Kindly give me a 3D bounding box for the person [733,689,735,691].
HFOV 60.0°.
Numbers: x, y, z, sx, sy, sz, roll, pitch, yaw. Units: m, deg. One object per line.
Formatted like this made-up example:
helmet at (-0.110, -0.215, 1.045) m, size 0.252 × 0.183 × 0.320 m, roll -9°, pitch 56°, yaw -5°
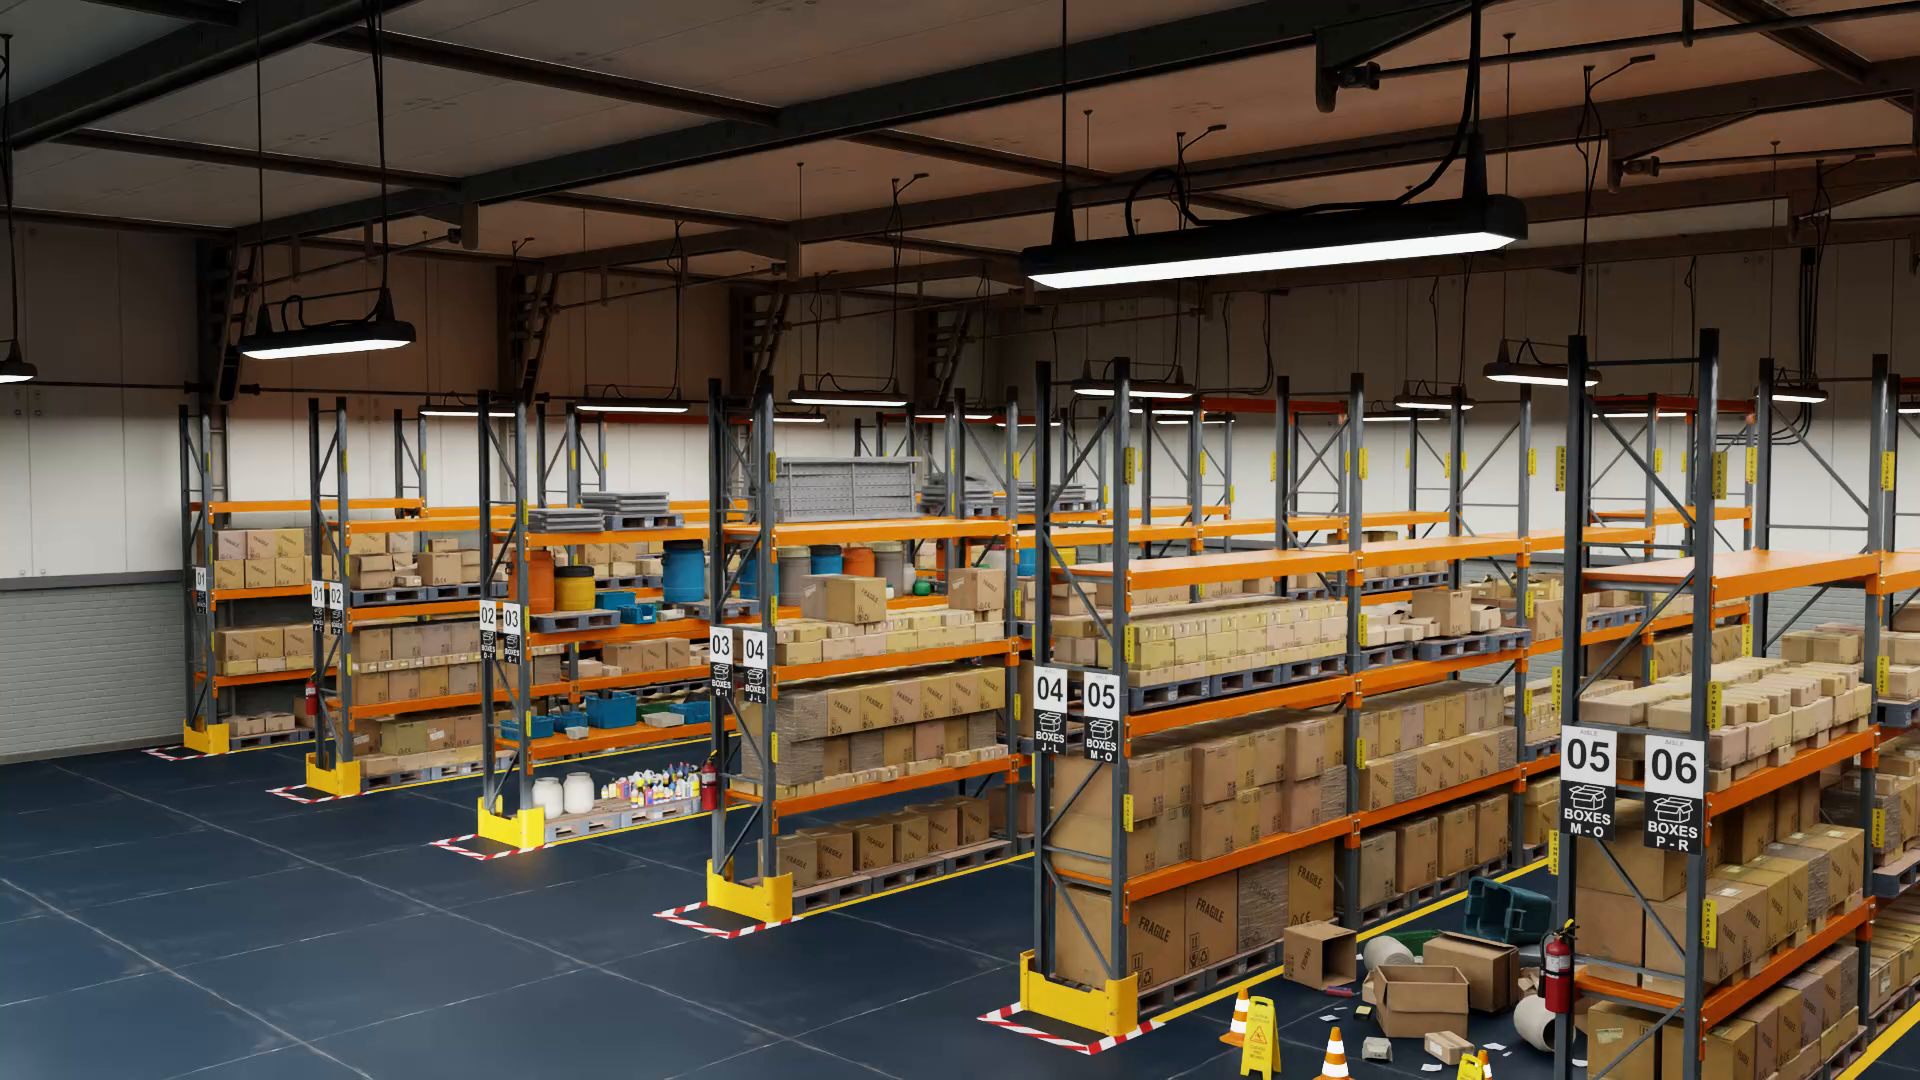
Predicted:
person at (-4.858, 2.667, 34.133) m, size 0.427 × 1.369 × 1.068 m, roll 2°, pitch 3°, yaw 28°
